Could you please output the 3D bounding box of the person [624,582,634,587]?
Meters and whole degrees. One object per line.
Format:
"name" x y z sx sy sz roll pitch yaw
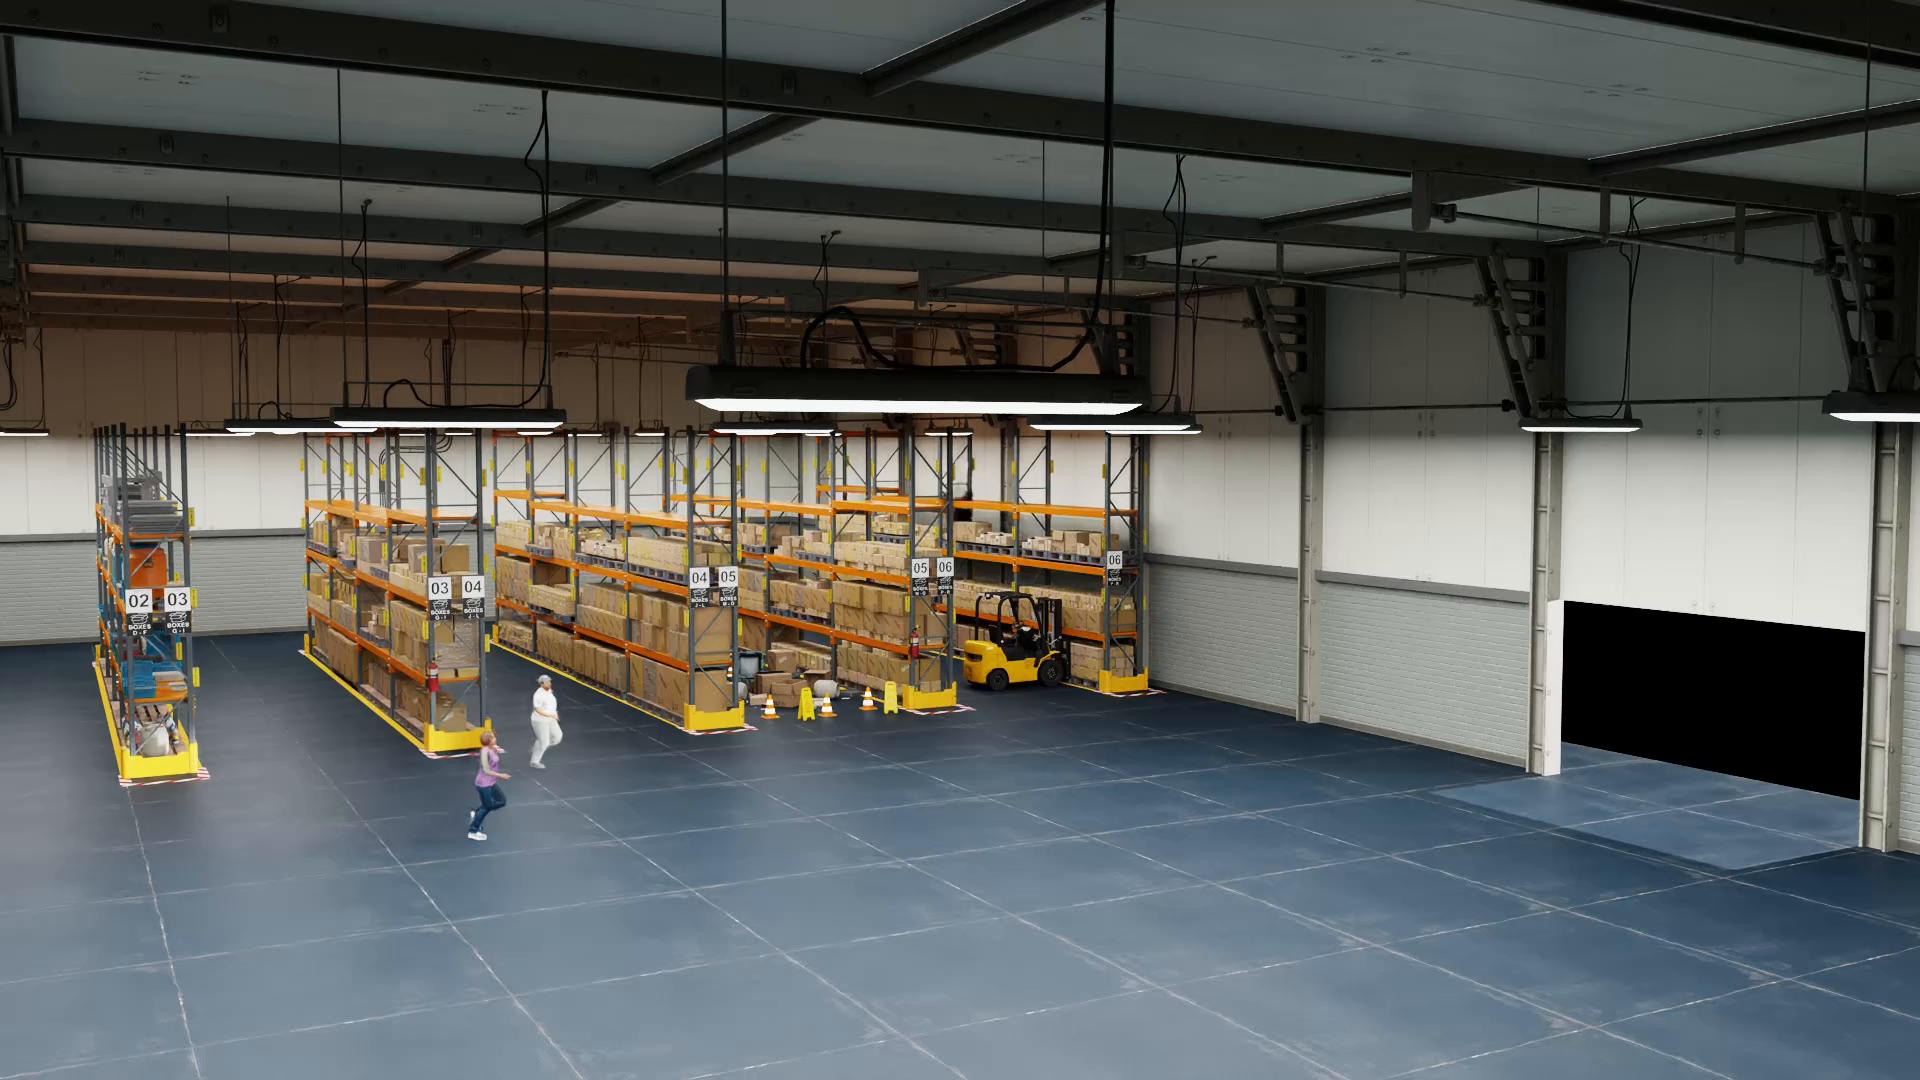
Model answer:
"person" -9.888 1.835 50.113 0.828 1.740 0.669 -1 4 -21

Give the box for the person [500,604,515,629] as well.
"person" -13.161 2.000 48.329 0.983 1.561 0.742 0 3 3

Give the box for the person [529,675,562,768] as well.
"person" -7.225 3.159 29.045 0.598 1.626 0.610 1 4 16

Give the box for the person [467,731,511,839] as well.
"person" -6.752 3.501 23.865 0.630 1.555 0.567 0 3 -3
